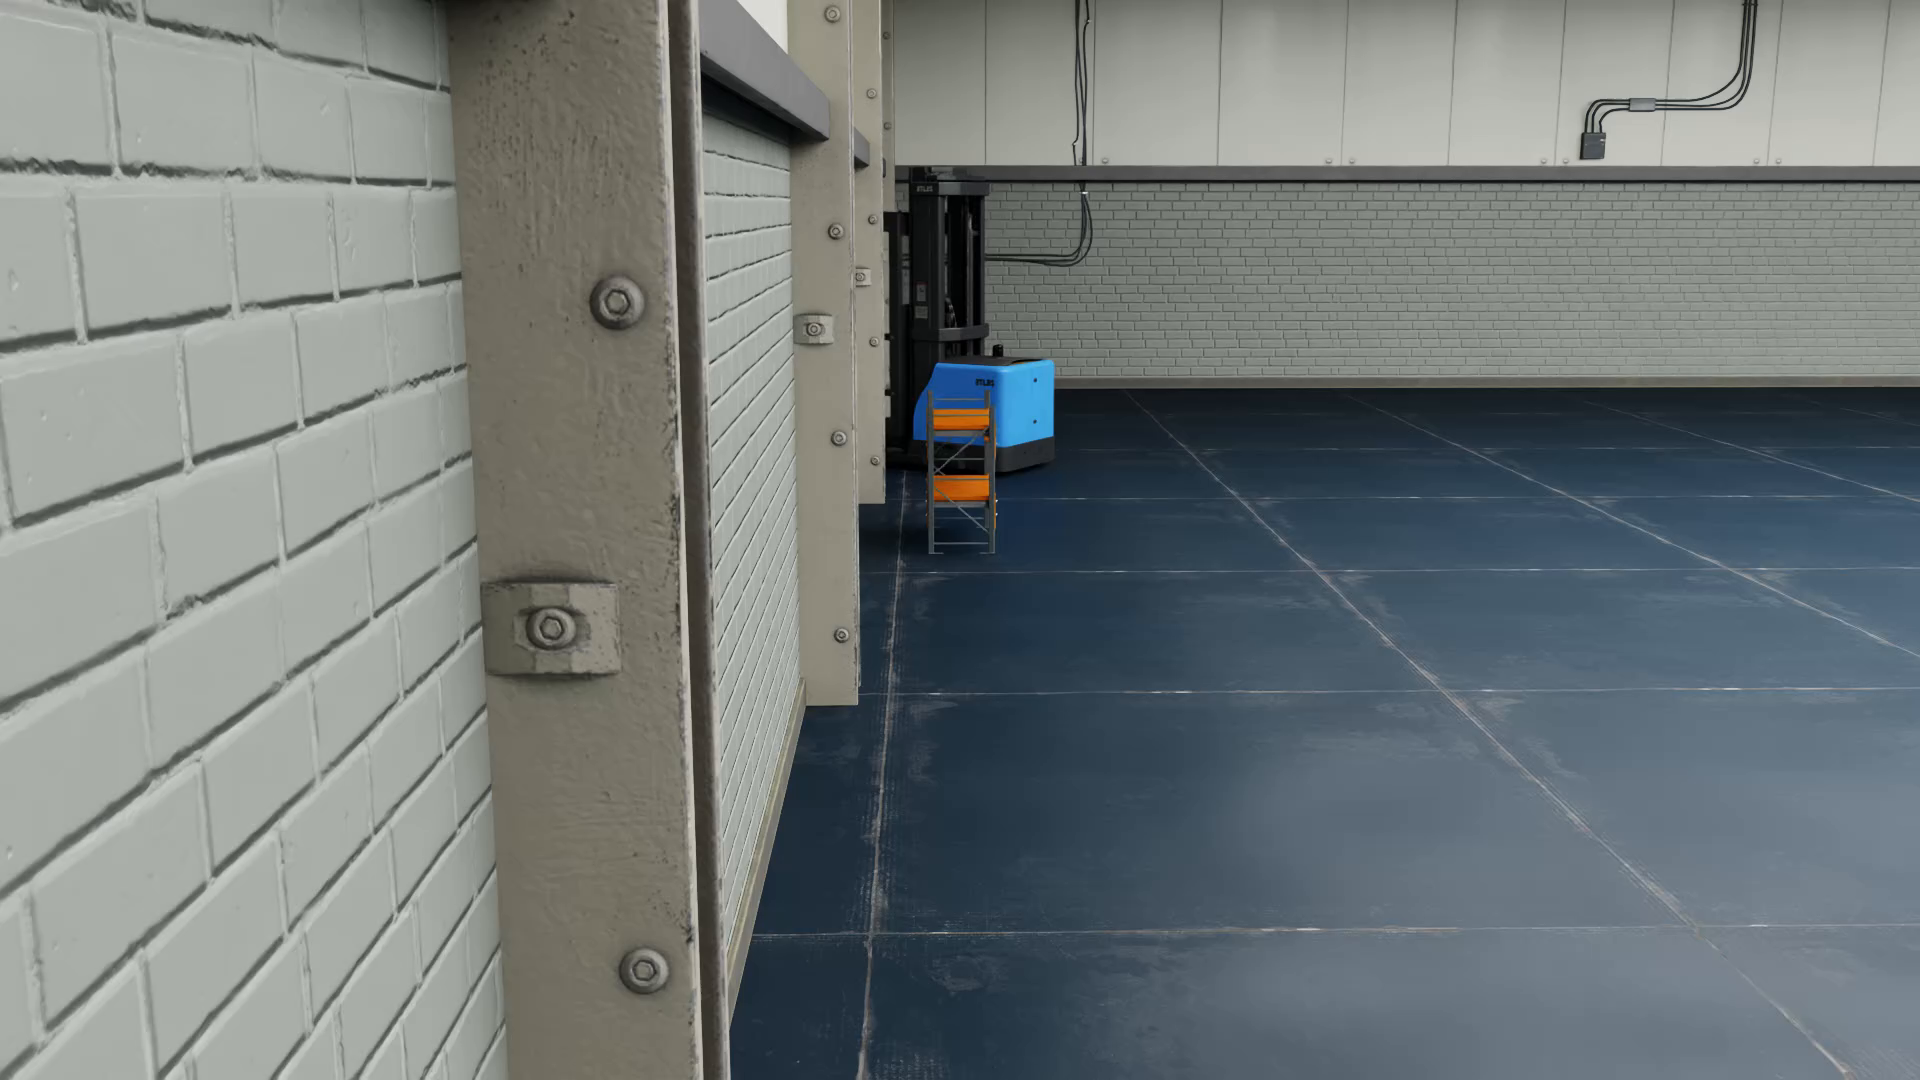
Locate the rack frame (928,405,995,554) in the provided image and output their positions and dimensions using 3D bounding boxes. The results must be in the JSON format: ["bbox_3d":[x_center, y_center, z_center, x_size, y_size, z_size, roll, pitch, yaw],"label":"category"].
[{"bbox_3d":[0.011,-0.449,12.443,0.500,1.125,0.032,0,11,-1],"label":"rack frame"}]

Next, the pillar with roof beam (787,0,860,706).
[{"bbox_3d":[3.606,-3.596,8.151,9.100,9.000,0.400,0,11,-1],"label":"pillar with roof beam"}]

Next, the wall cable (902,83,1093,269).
[{"bbox_3d":[0.315,-5.033,23.044,3.097,2.526,0.112,0,11,-1],"label":"wall cable"}]

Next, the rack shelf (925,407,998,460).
[{"bbox_3d":[0.000,-0.837,12.882,0.538,0.278,1.000,0,11,-1],"label":"rack shelf"}]

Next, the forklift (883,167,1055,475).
[{"bbox_3d":[-0.567,-2.256,16.808,3.031,2.935,1.130,7,14,32],"label":"forklift"}]

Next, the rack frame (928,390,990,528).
[{"bbox_3d":[-0.010,-0.651,13.439,0.500,1.125,0.032,0,11,-1],"label":"rack frame"}]

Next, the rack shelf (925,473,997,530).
[{"bbox_3d":[0.000,-0.310,12.989,0.538,0.278,1.000,0,11,-1],"label":"rack shelf"}]

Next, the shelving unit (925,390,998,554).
[{"bbox_3d":[0.000,-0.550,12.941,0.538,1.125,1.048,0,11,-1],"label":"shelving unit"}]

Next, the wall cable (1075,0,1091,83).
[{"bbox_3d":[3.019,-7.519,22.597,3.097,2.526,0.112,0,11,-1],"label":"wall cable"}]

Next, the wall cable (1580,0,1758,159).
[{"bbox_3d":[9.806,-8.257,22.574,2.305,6.003,0.169,0,11,-1],"label":"wall cable"}]

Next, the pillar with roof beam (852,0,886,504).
[{"bbox_3d":[3.482,-4.789,14.030,9.100,9.000,0.400,0,11,-1],"label":"pillar with roof beam"}]

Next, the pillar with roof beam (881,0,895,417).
[{"bbox_3d":[3.358,-5.981,19.909,9.100,9.000,0.400,0,11,-1],"label":"pillar with roof beam"}]
